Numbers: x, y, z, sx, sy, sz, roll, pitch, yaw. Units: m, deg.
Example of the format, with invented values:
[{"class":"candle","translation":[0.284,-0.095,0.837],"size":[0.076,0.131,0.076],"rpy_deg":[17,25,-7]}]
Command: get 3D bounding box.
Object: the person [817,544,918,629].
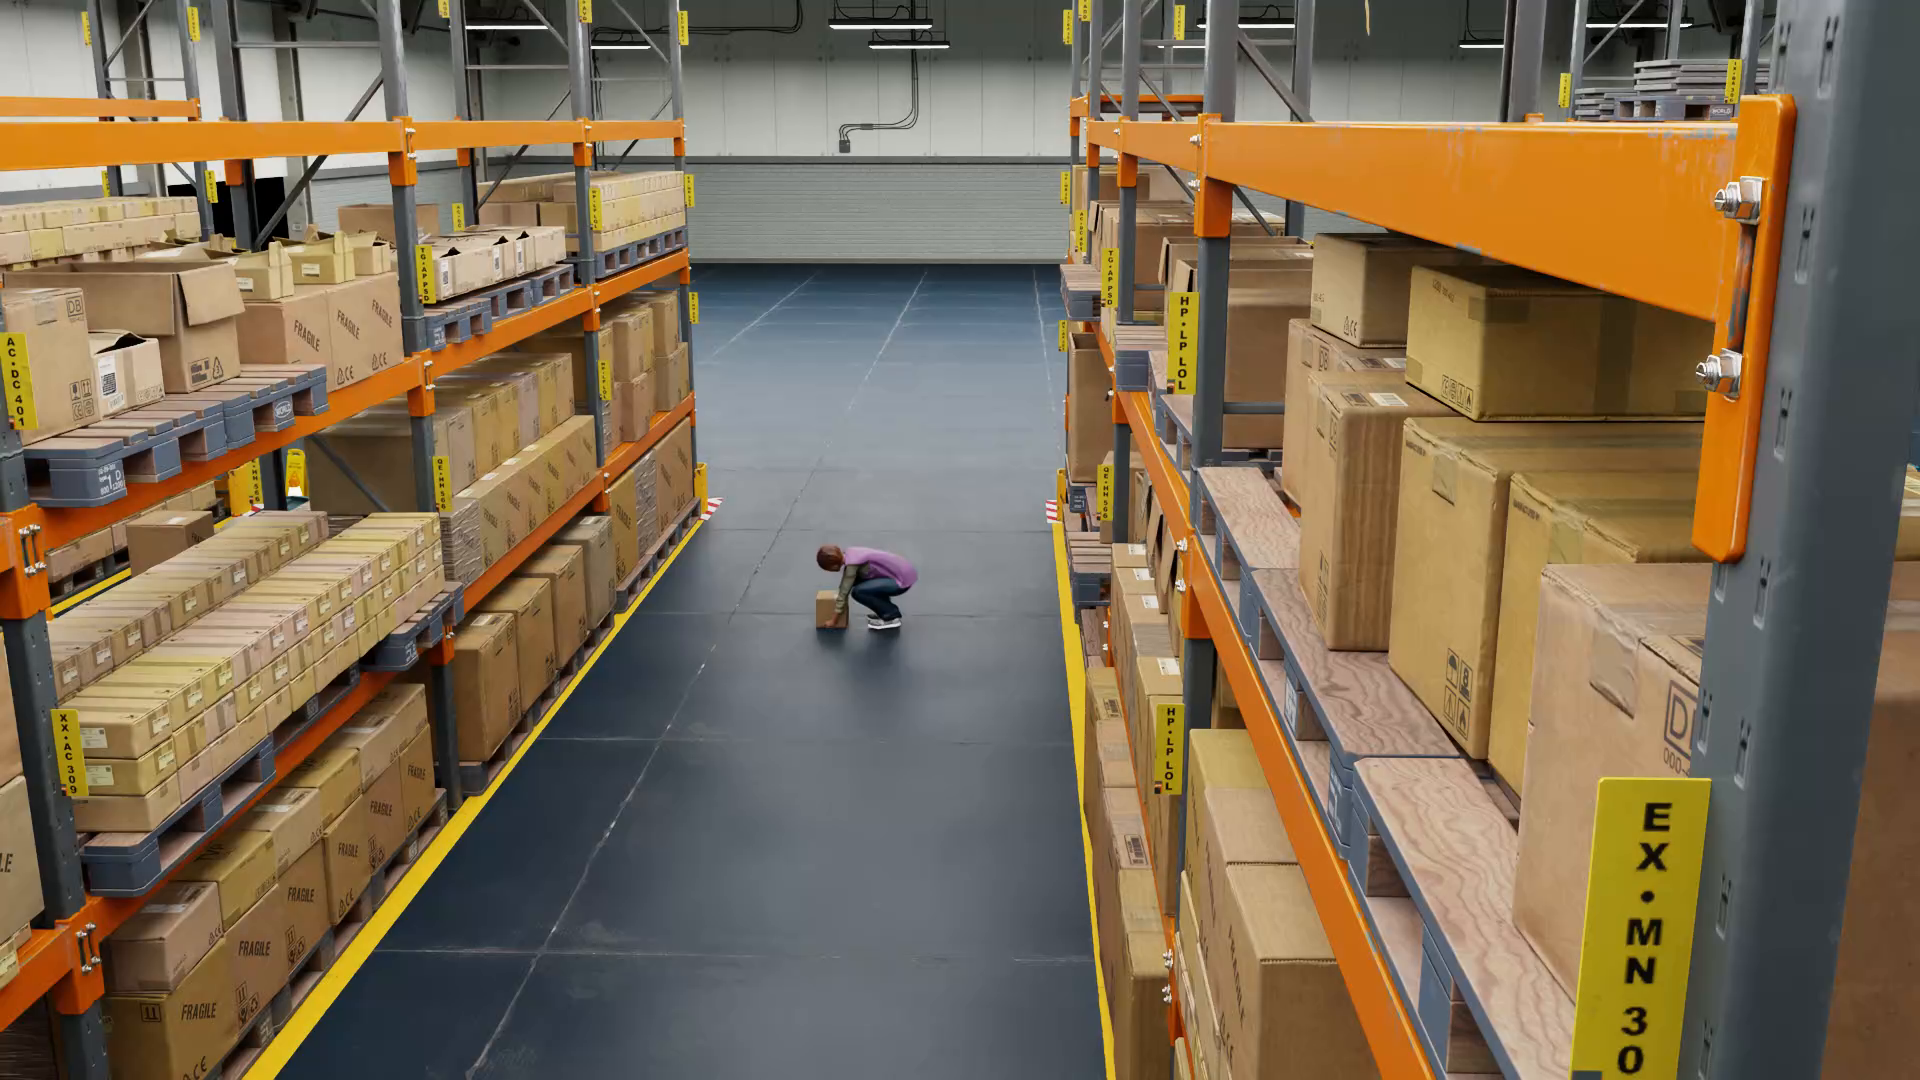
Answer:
[{"class":"person","translation":[-0.769,0.400,13.899],"size":[0.841,0.752,0.426],"rpy_deg":[0,14,1]}]
